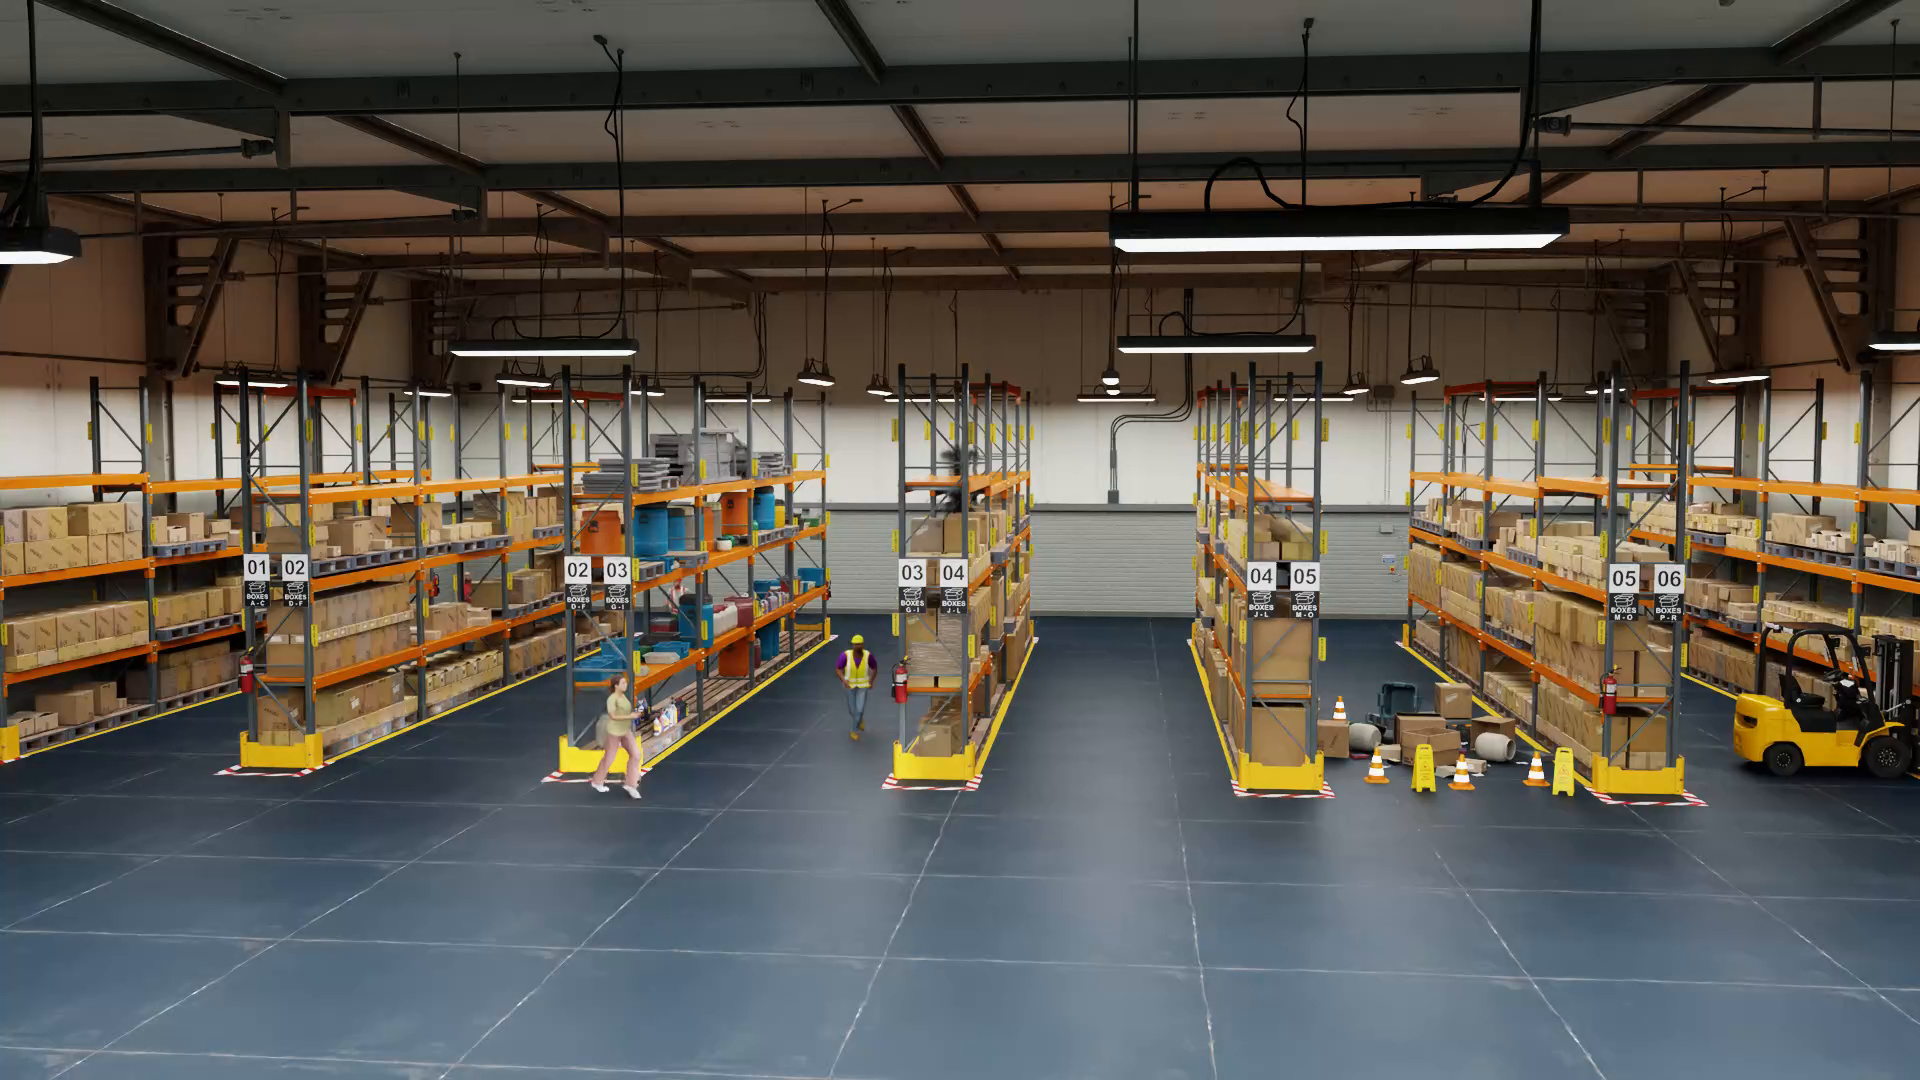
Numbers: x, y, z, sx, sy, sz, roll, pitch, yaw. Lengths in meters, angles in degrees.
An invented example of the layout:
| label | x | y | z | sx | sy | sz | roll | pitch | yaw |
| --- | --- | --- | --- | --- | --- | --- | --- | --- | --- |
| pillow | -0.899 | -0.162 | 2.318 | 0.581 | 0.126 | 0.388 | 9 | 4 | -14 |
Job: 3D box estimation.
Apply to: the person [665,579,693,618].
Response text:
| label | x | y | z | sx | sy | sz | roll | pitch | yaw |
| --- | --- | --- | --- | --- | --- | --- | --- | --- | --- |
| person | -6.396 | 1.683 | 37.823 | 0.642 | 1.766 | 0.777 | 0 | 4 | 6 |

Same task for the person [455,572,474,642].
| label | x | y | z | sx | sy | sz | roll | pitch | yaw |
| --- | --- | --- | --- | --- | --- | --- | --- | --- | --- |
| person | -11.673 | 1.631 | 39.330 | 0.653 | 1.767 | 0.714 | 0 | 4 | -4 |

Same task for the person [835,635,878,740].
| label | x | y | z | sx | sy | sz | roll | pitch | yaw |
| --- | --- | --- | --- | --- | --- | --- | --- | --- | --- |
| person | -1.699 | 2.401 | 27.341 | 0.688 | 1.715 | 0.625 | 0 | 4 | 0 |

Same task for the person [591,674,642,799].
| label | x | y | z | sx | sy | sz | roll | pitch | yaw |
| --- | --- | --- | --- | --- | --- | --- | --- | --- | --- |
| person | -4.724 | 2.698 | 22.850 | 0.824 | 1.722 | 0.519 | 2 | 4 | 25 |
